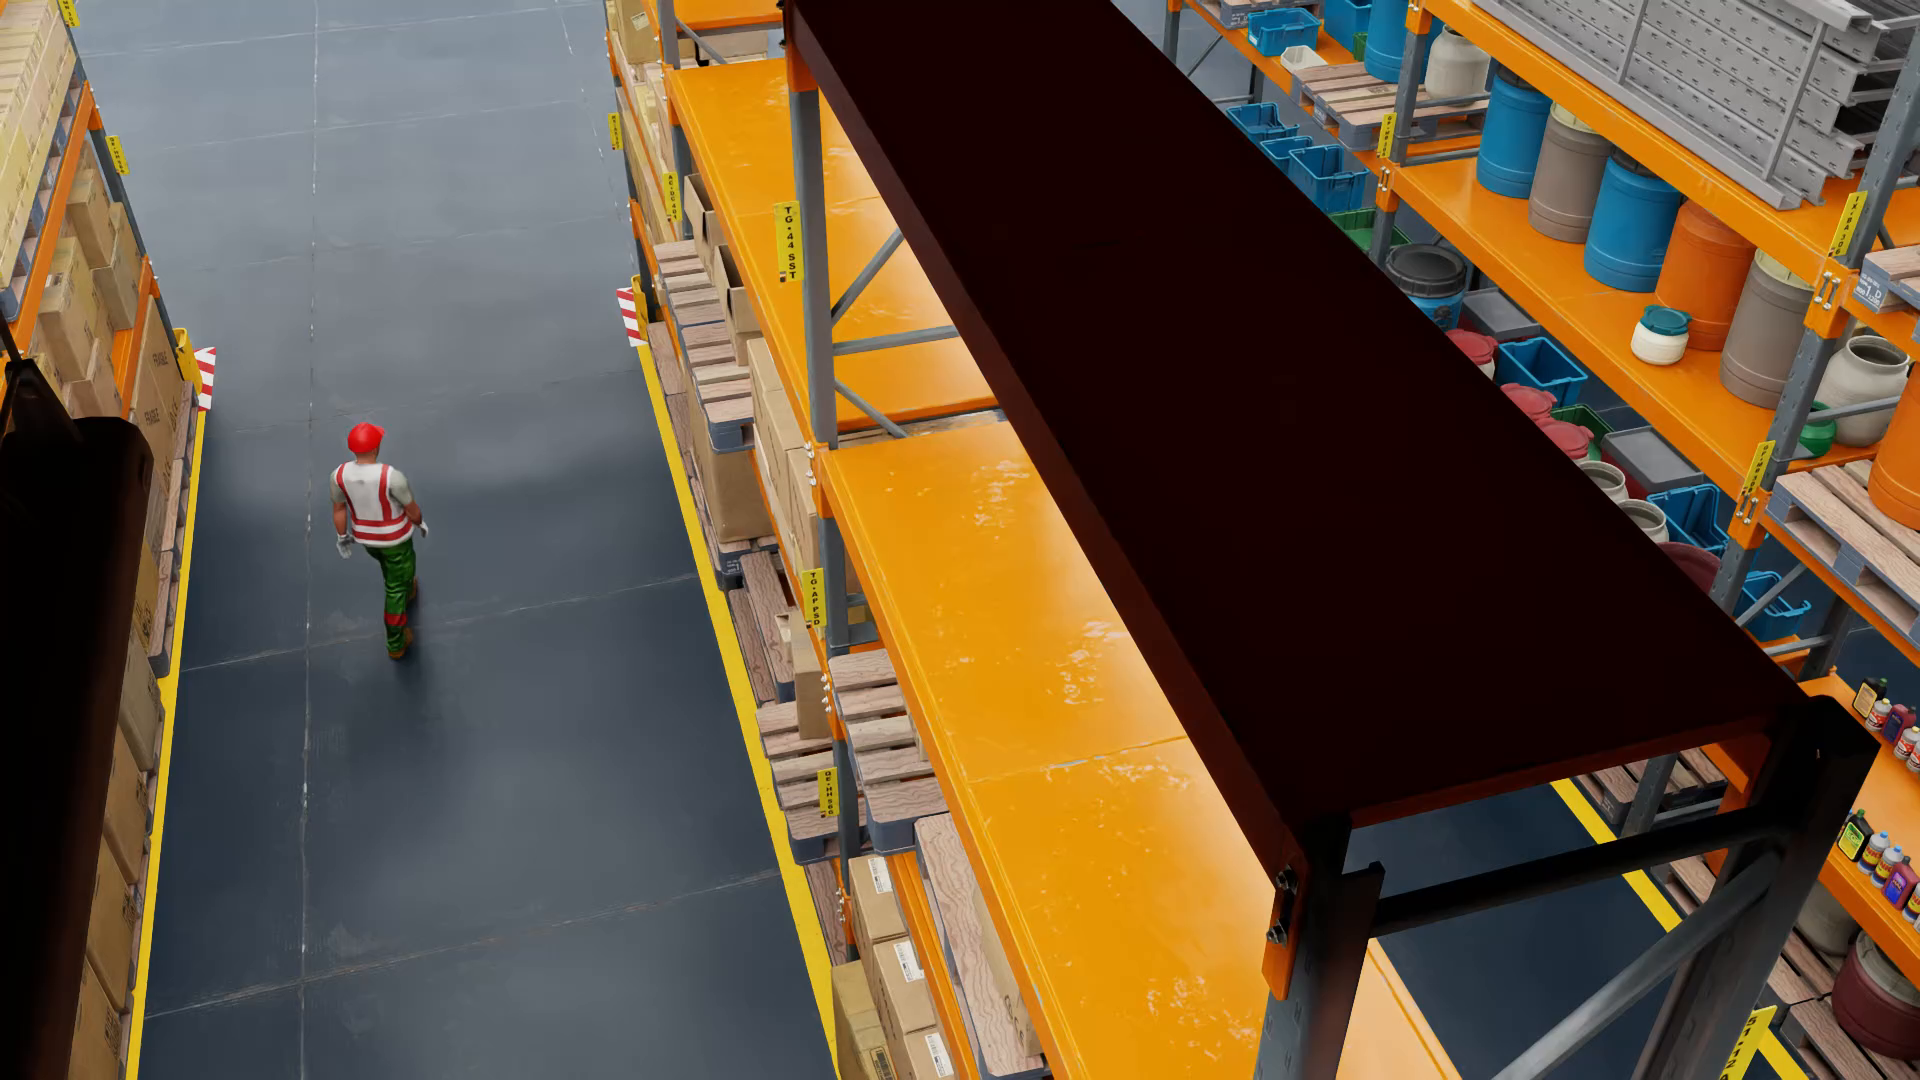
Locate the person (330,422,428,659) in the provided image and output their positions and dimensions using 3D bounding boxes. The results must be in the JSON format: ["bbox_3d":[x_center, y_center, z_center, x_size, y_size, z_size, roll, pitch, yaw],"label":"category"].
[{"bbox_3d":[-3.951,-0.111,11.511,0.578,1.746,0.877,7,39,9],"label":"person"}]
